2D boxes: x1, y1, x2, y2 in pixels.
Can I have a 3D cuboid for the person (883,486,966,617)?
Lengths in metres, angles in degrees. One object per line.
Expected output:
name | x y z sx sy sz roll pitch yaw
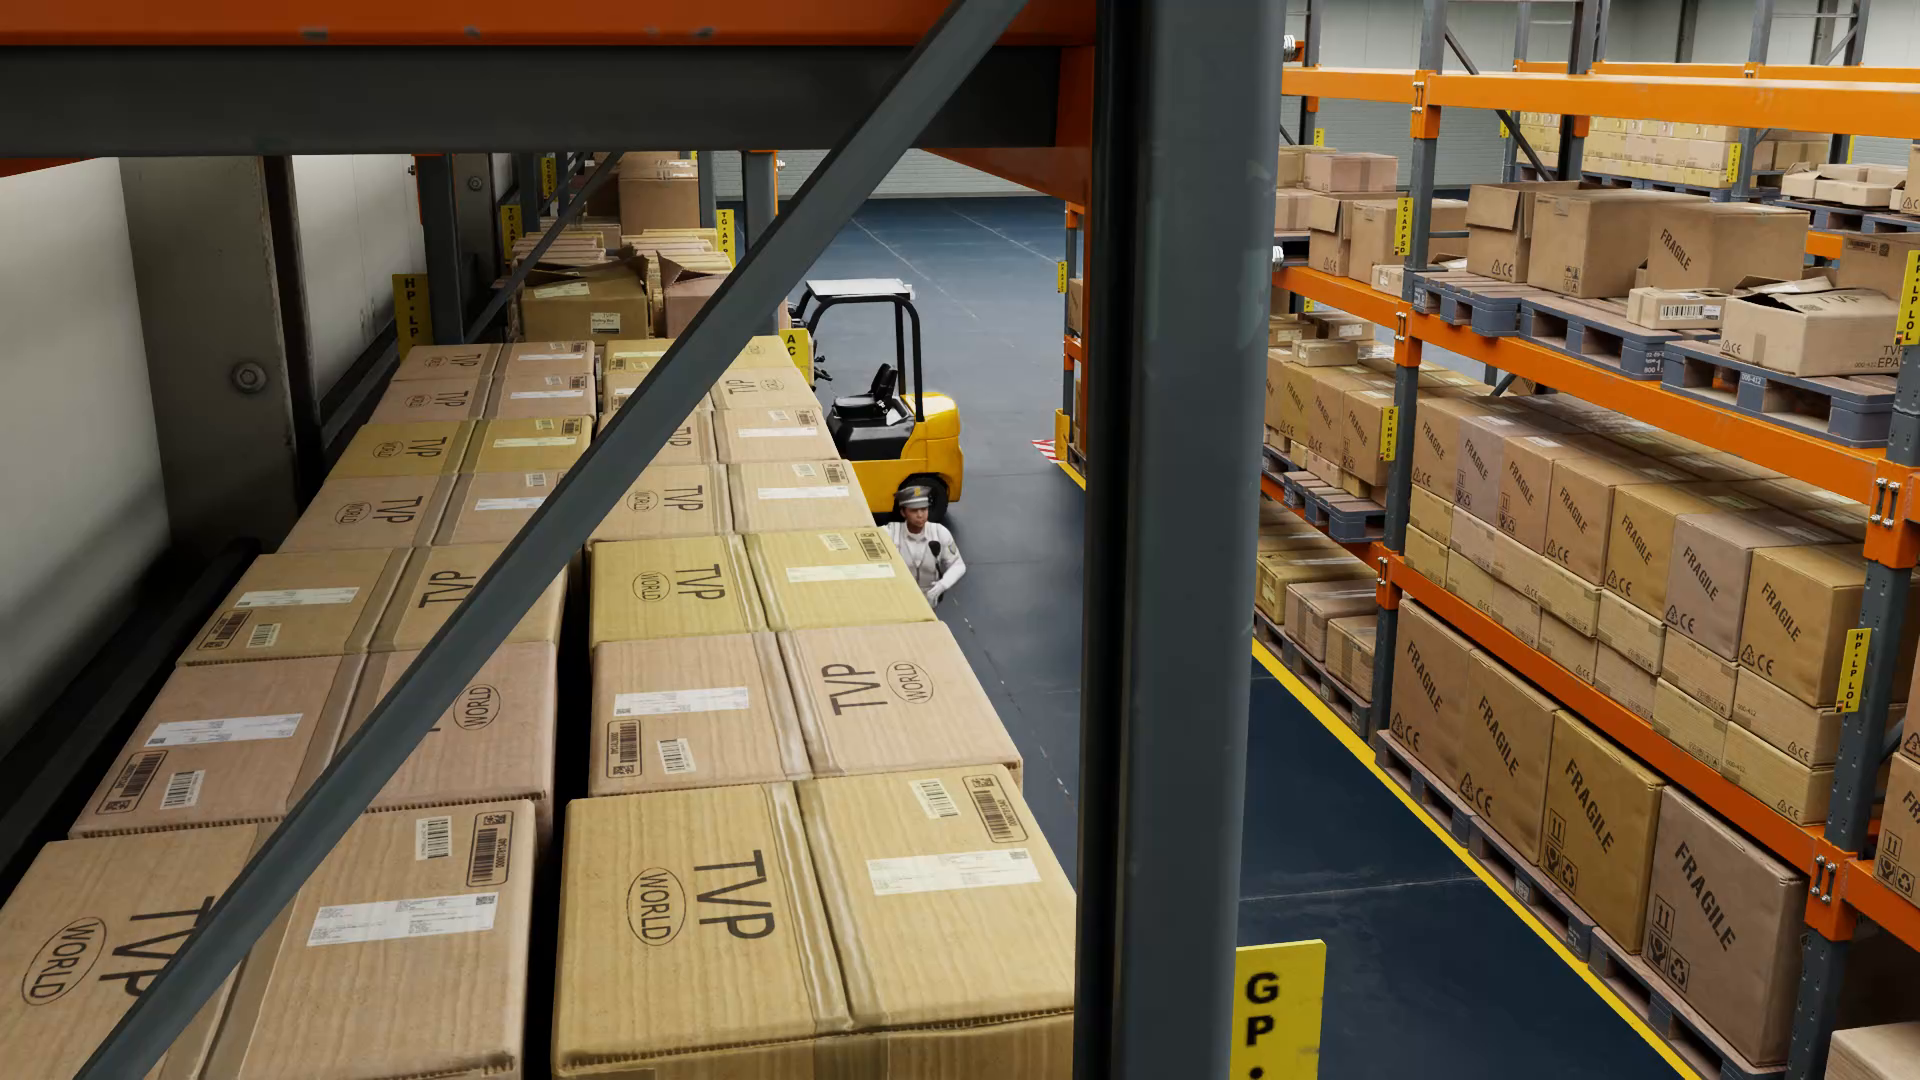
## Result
person | -0.313 0.442 10.526 0.626 1.727 0.796 -6 18 -20
